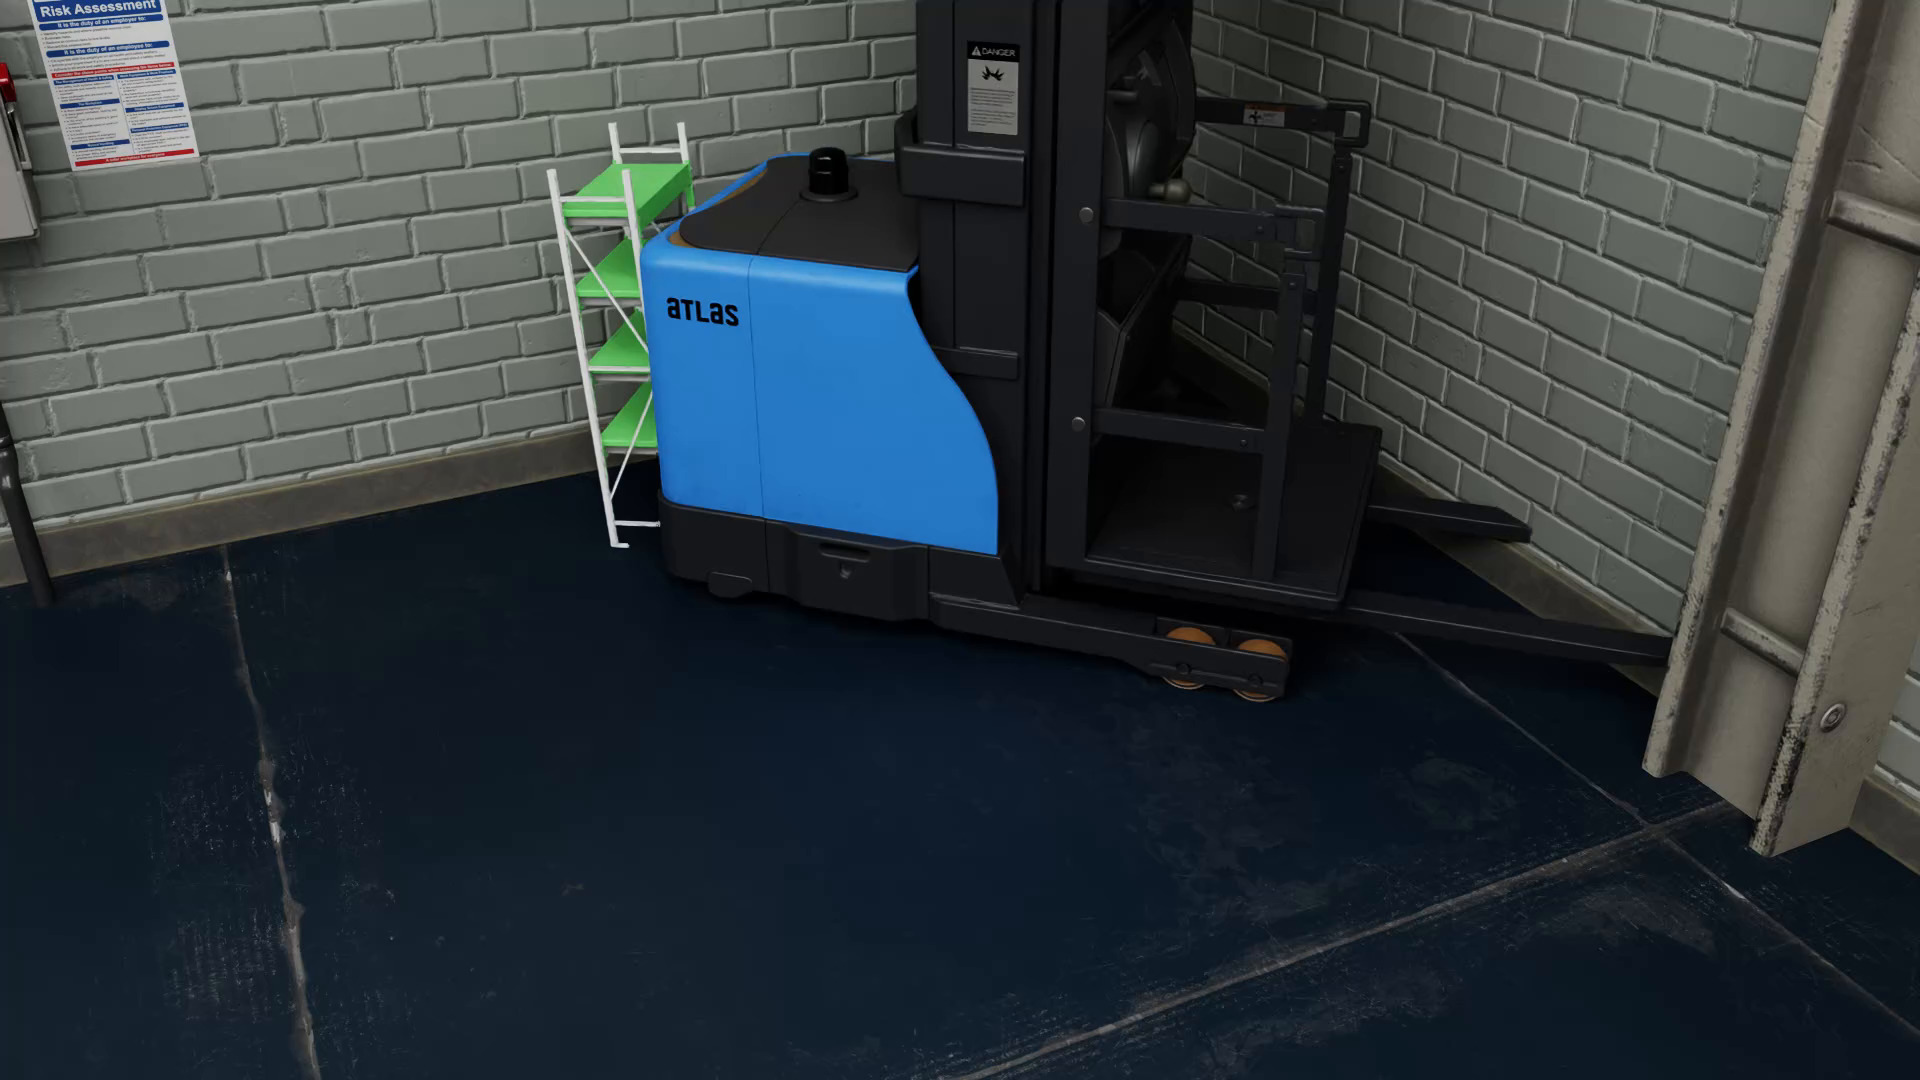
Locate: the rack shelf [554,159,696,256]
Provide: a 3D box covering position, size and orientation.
[{"bbox_3d":[-0.981,-0.984,4.916,0.258,0.148,0.480,2,29,10],"label":"rack shelf"}]

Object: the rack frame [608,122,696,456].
[{"bbox_3d":[-0.920,-0.737,5.325,0.240,1.200,0.015,2,29,10],"label":"rack frame"}]

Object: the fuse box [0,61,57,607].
[{"bbox_3d":[-2.668,-0.555,4.491,0.539,1.711,0.414,-13,32,-22],"label":"fuse box"}]

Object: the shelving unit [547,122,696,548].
[{"bbox_3d":[-0.961,-0.620,5.116,0.258,1.200,0.503,2,29,10],"label":"shelving unit"}]

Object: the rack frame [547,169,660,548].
[{"bbox_3d":[-1.002,-0.502,4.906,0.240,1.200,0.015,2,29,10],"label":"rack frame"}]

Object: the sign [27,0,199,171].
[{"bbox_3d":[-2.311,-1.271,4.547,0.329,0.494,0.001,-13,32,-22],"label":"sign"}]

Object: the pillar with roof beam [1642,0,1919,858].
[{"bbox_3d":[-1.936,-2.392,0.315,9.100,9.000,0.400,-13,32,-22],"label":"pillar with roof beam"}]

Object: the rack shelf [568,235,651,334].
[{"bbox_3d":[-0.970,-0.774,5.031,0.258,0.148,0.480,2,29,10],"label":"rack shelf"}]

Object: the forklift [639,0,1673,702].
[{"bbox_3d":[0.689,-1.134,4.276,3.031,2.935,1.130,9,31,16],"label":"forklift"}]

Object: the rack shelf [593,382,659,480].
[{"bbox_3d":[-0.946,-0.354,5.262,0.258,0.148,0.480,2,29,10],"label":"rack shelf"}]

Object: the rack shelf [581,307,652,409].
[{"bbox_3d":[-0.958,-0.564,5.146,0.258,0.148,0.480,2,29,10],"label":"rack shelf"}]
